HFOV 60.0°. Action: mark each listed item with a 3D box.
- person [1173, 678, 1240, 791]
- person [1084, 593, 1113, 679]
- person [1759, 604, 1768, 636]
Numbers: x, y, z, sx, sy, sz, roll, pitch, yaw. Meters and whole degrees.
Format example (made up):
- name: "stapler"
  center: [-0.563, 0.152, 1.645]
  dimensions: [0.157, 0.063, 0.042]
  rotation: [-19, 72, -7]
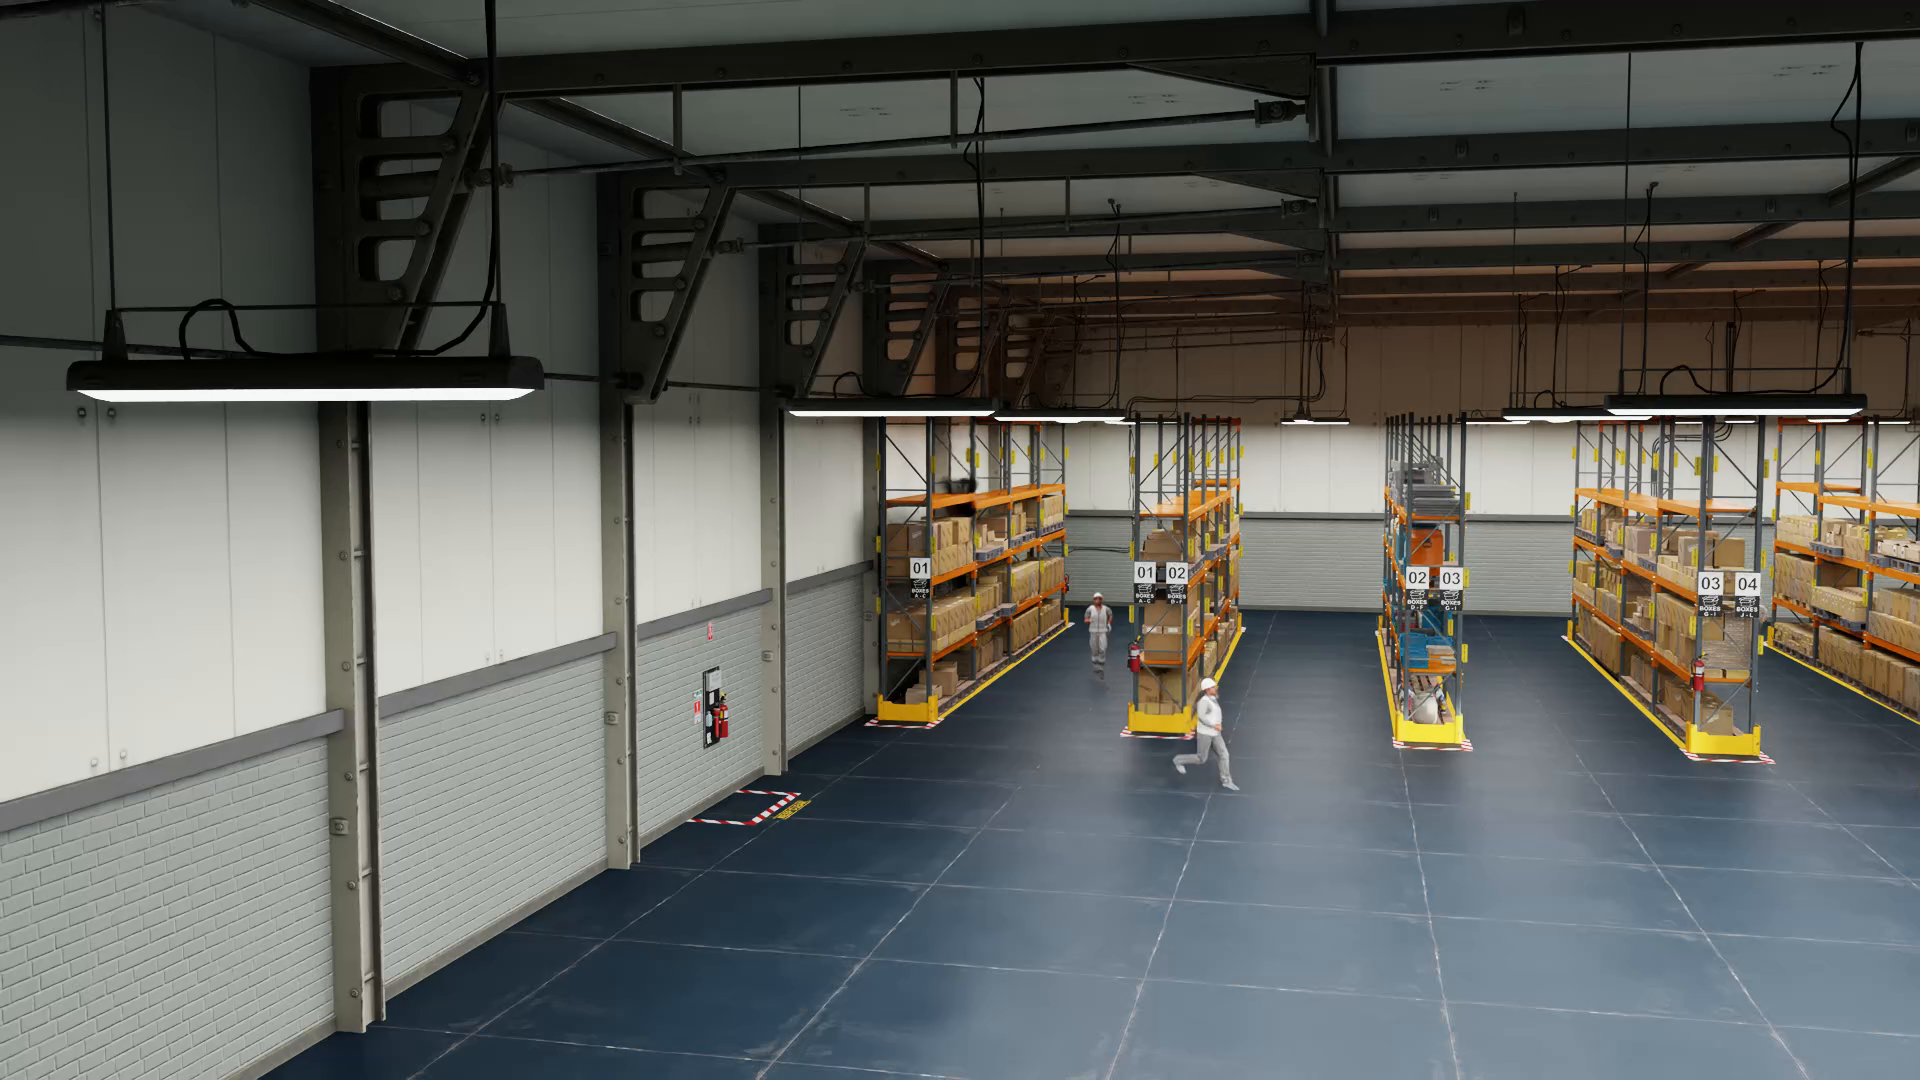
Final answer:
- name: "person"
  center: [3.920, 3.077, 26.418]
  dimensions: [1.092, 1.768, 0.632]
  rotation: [3, 5, 33]
- name: "person"
  center: [3.038, 2.100, 36.478]
  dimensions: [0.632, 1.879, 0.686]
  rotation: [0, 4, 4]
- name: "person"
  center: [19.541, 2.141, 40.842]
  dimensions: [0.564, 1.637, 0.537]
  rotation: [1, 4, 13]
